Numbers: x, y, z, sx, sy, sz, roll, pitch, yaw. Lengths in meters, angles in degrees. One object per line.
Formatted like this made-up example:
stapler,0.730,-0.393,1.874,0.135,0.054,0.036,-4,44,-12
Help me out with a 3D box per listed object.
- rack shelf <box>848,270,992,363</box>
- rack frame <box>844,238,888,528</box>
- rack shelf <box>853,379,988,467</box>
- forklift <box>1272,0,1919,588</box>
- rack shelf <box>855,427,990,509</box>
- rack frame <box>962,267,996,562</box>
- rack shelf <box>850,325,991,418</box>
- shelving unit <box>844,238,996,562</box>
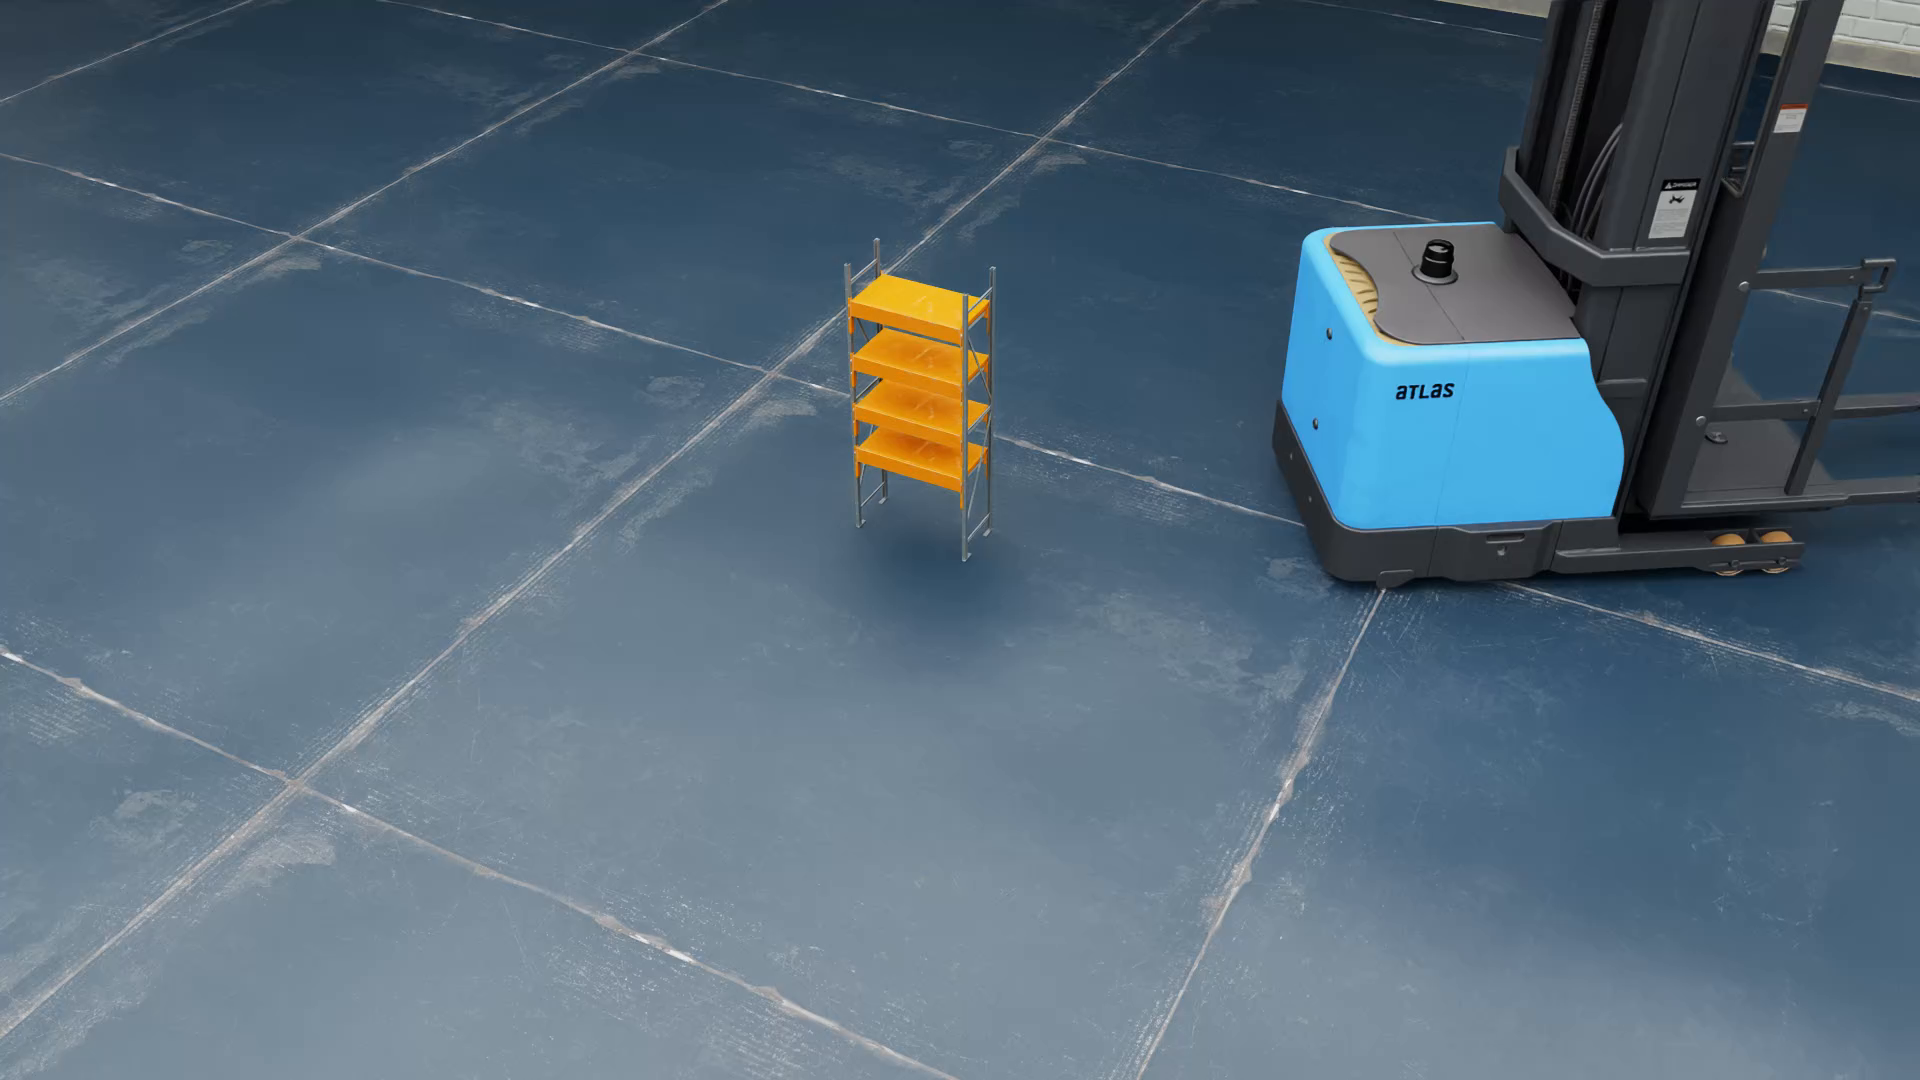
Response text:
rack shelf,-0.147,-0.837,6.210,0.480,0.148,0.258,17,41,21
rack frame,-0.364,-0.592,6.537,0.015,1.200,0.240,17,41,21
rack shelf,-0.147,-0.470,6.489,0.480,0.148,0.258,17,41,21
forklift,2.891,-1.343,6.095,3.031,2.935,1.130,-3,37,-4
rack shelf,-0.147,-0.312,6.609,0.480,0.148,0.258,17,41,21
rack frame,0.070,-0.456,6.358,0.015,1.200,0.240,17,41,21
rack shelf,-0.147,-0.649,6.353,0.480,0.148,0.258,17,41,21
shelving unit,-0.147,-0.524,6.448,0.503,1.200,0.258,17,41,21
